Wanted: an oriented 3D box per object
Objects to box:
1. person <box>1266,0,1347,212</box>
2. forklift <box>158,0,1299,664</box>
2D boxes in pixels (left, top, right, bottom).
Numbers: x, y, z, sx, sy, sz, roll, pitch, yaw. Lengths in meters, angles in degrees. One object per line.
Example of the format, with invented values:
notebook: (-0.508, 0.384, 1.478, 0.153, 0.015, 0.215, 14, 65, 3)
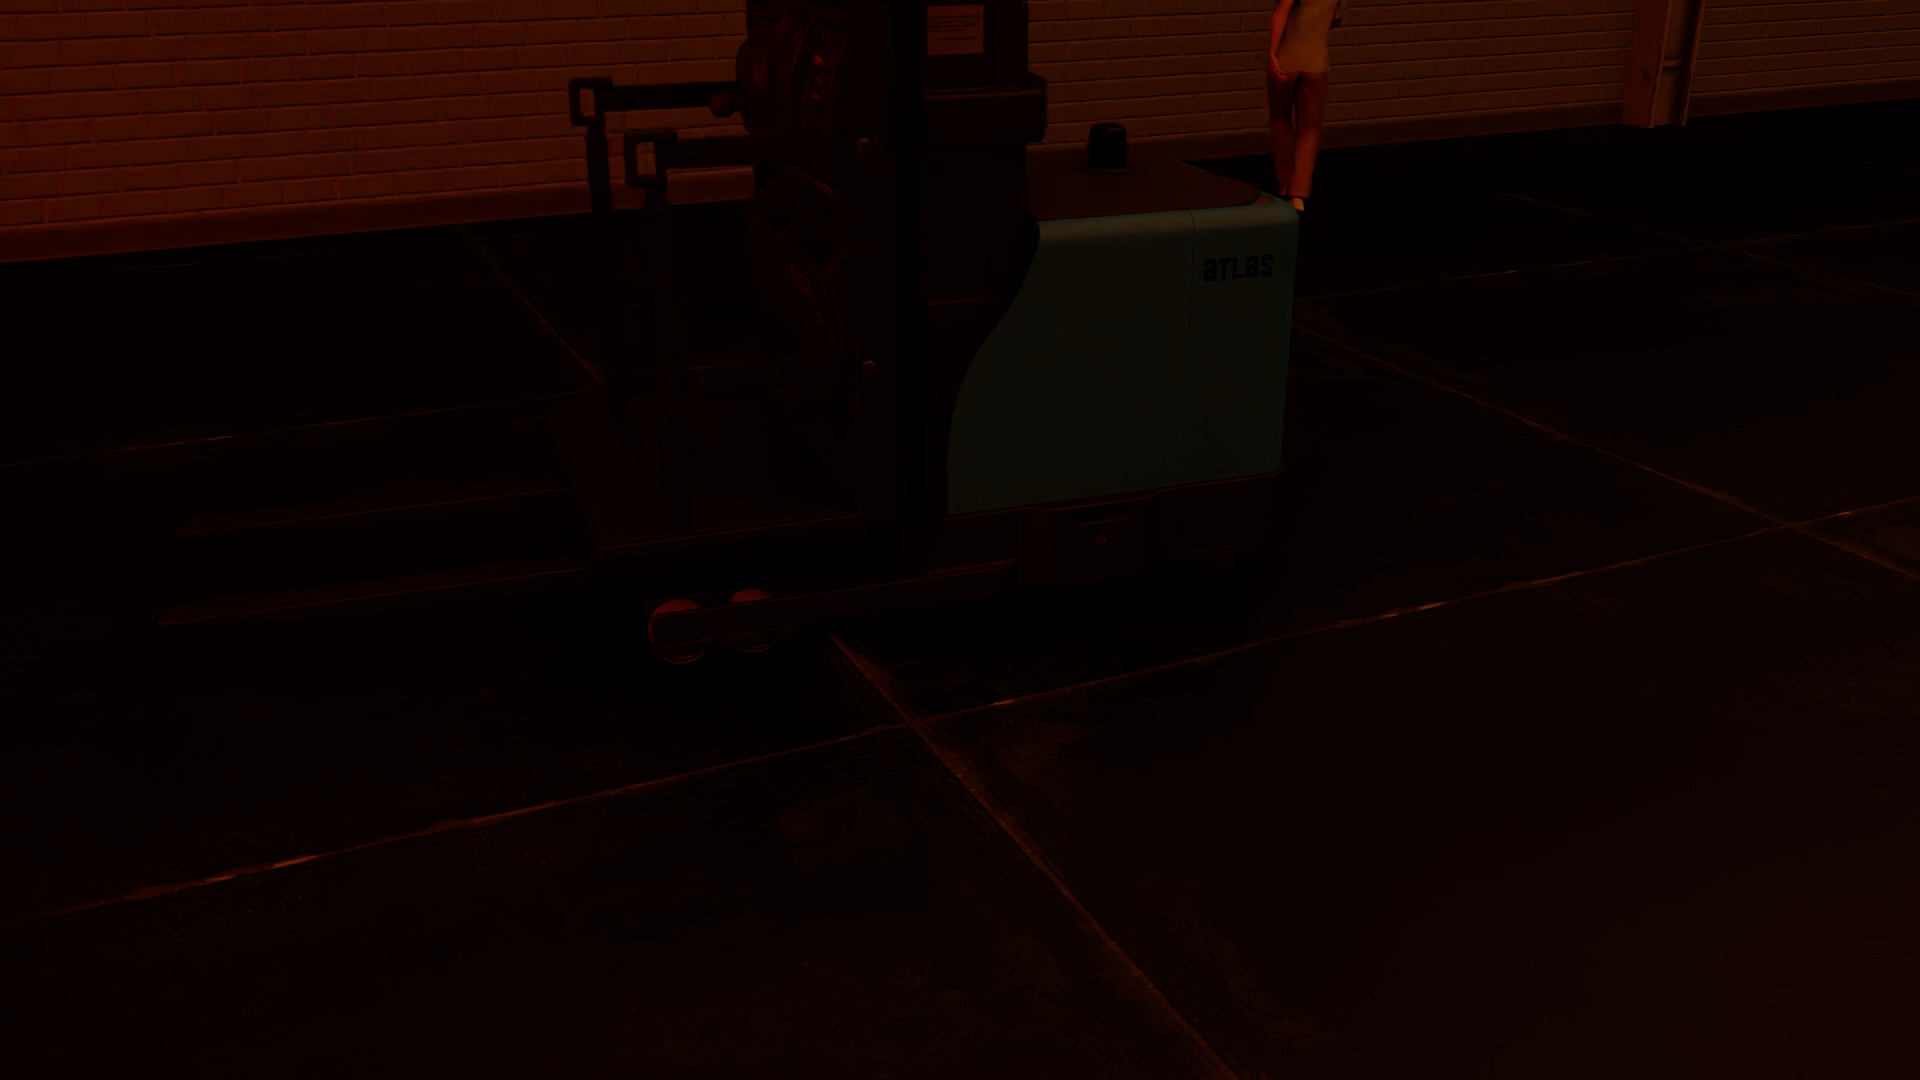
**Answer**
person: (1.964, -2.715, 9.591, 0.475, 1.615, 0.917, 1, 23, 2)
forklift: (-0.631, -1.258, 4.315, 3.031, 2.935, 1.130, -8, 24, -18)
